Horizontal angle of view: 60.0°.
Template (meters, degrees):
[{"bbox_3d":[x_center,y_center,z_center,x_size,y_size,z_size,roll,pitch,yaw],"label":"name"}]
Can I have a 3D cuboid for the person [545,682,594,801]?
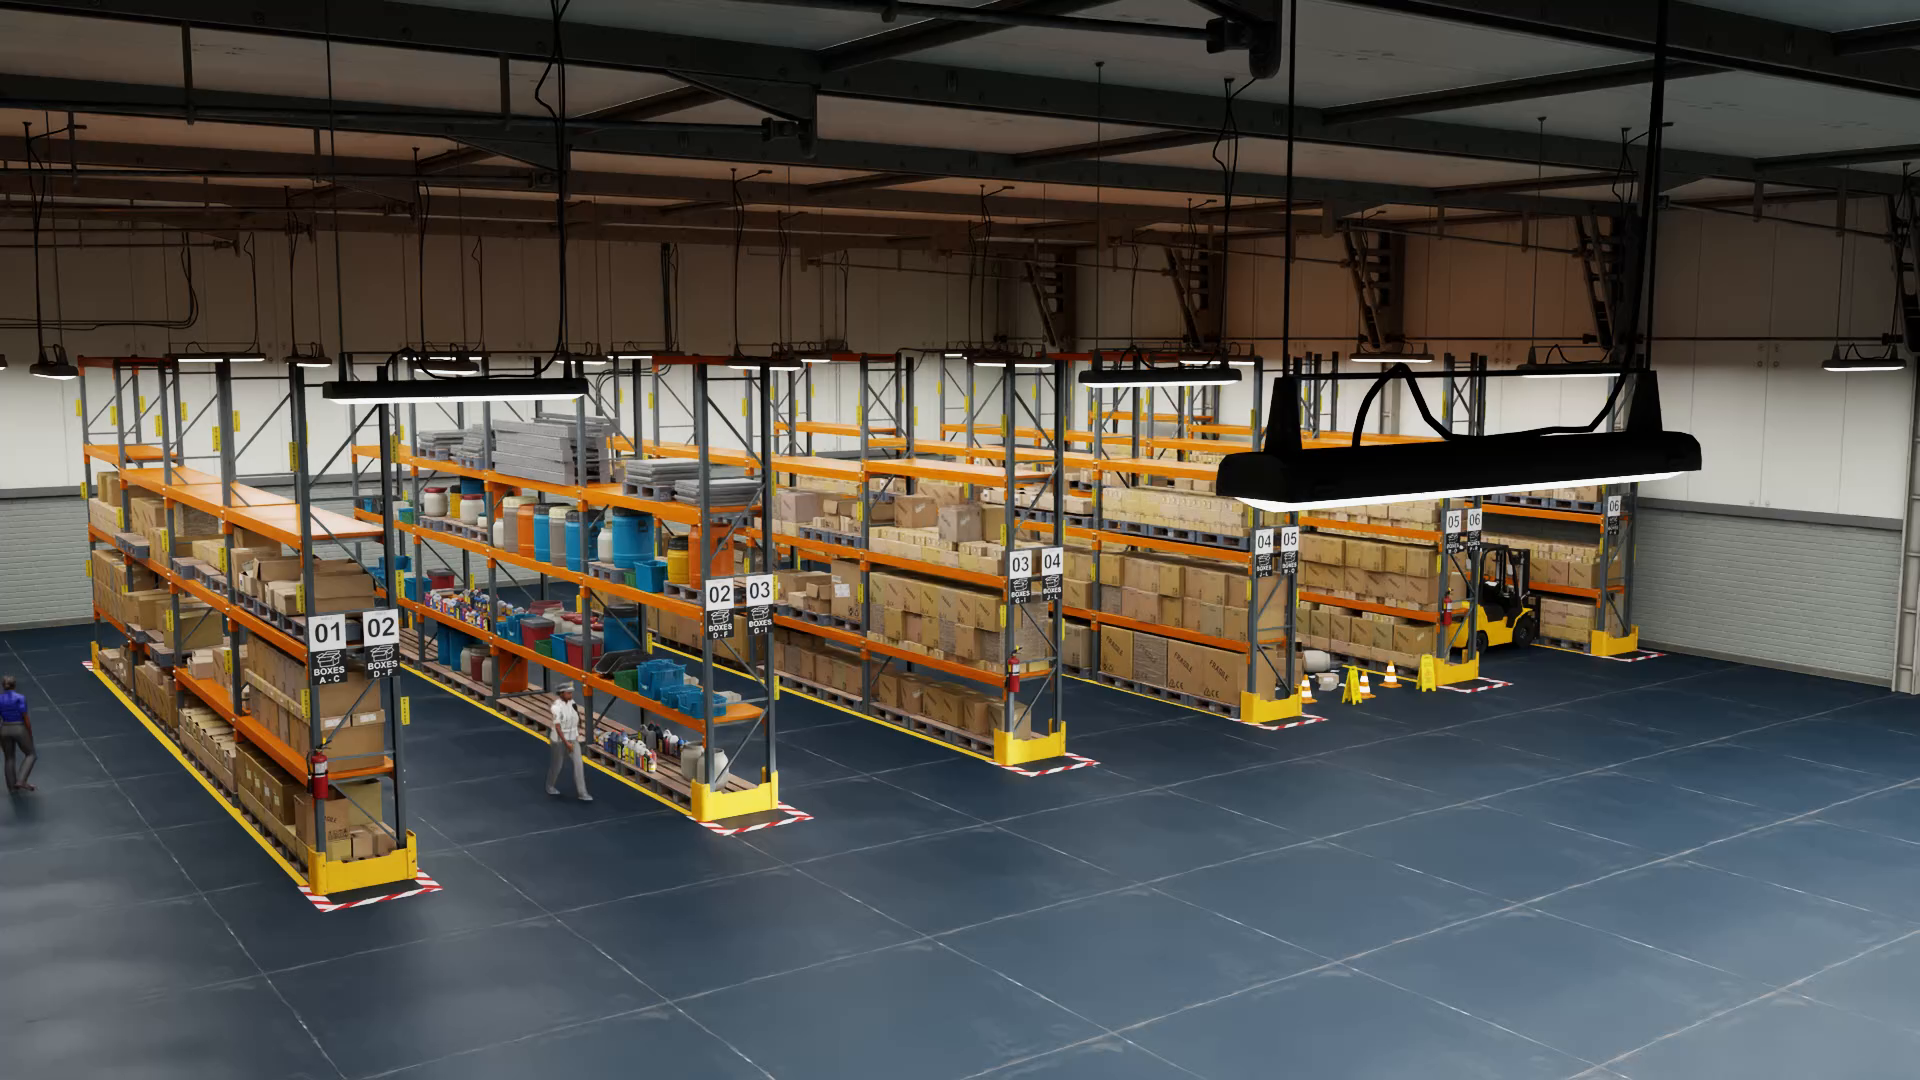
[{"bbox_3d":[-5.379,2.747,22.862,0.981,1.617,0.453,6,9,42],"label":"person"}]

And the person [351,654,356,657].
[{"bbox_3d":[-11.178,1.867,30.046,0.515,1.676,0.480,-1,7,-6],"label":"person"}]

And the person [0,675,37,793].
[{"bbox_3d":[-13.186,2.713,23.153,0.497,1.658,0.472,-1,7,-5],"label":"person"}]
